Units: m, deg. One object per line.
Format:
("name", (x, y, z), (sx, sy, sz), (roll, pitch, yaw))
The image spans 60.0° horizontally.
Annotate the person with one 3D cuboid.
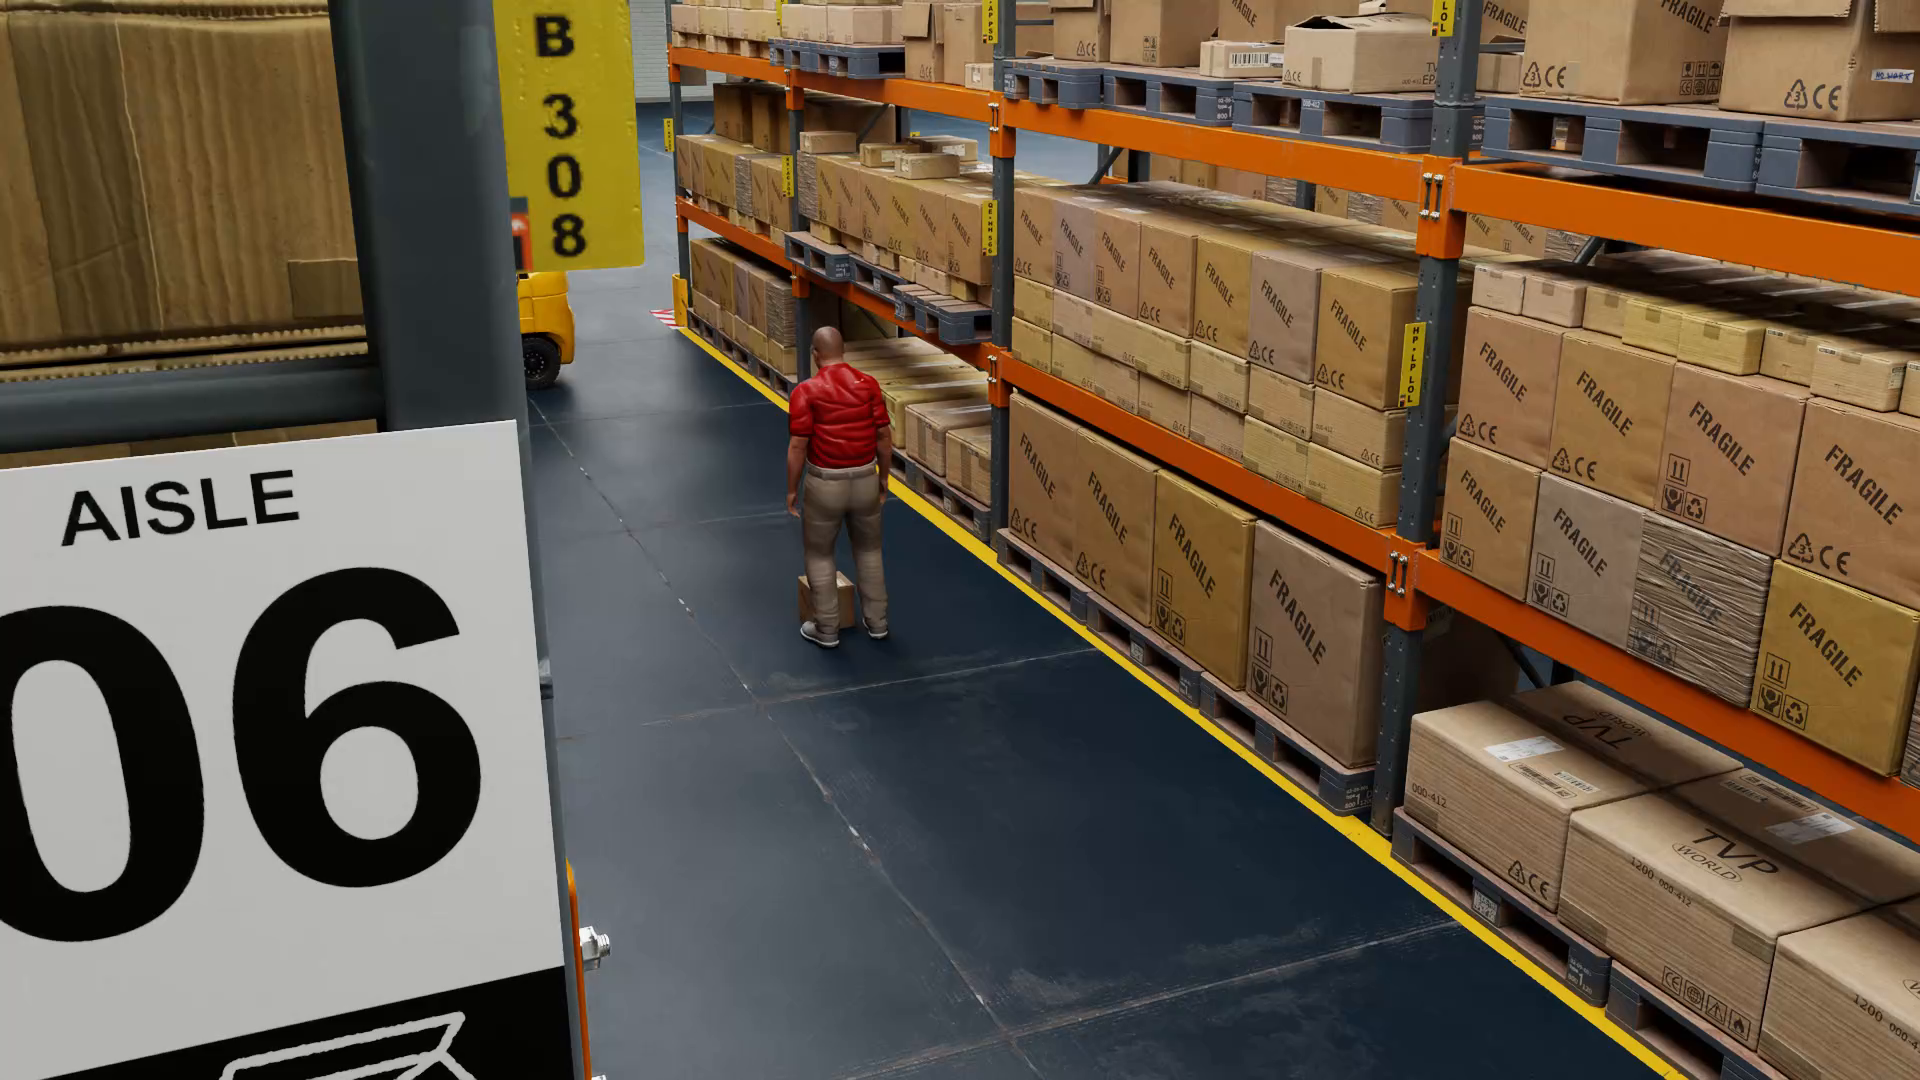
("person", (-0.646, -0.279, 8.909), (0.590, 1.726, 0.388), (-8, 20, -23))
